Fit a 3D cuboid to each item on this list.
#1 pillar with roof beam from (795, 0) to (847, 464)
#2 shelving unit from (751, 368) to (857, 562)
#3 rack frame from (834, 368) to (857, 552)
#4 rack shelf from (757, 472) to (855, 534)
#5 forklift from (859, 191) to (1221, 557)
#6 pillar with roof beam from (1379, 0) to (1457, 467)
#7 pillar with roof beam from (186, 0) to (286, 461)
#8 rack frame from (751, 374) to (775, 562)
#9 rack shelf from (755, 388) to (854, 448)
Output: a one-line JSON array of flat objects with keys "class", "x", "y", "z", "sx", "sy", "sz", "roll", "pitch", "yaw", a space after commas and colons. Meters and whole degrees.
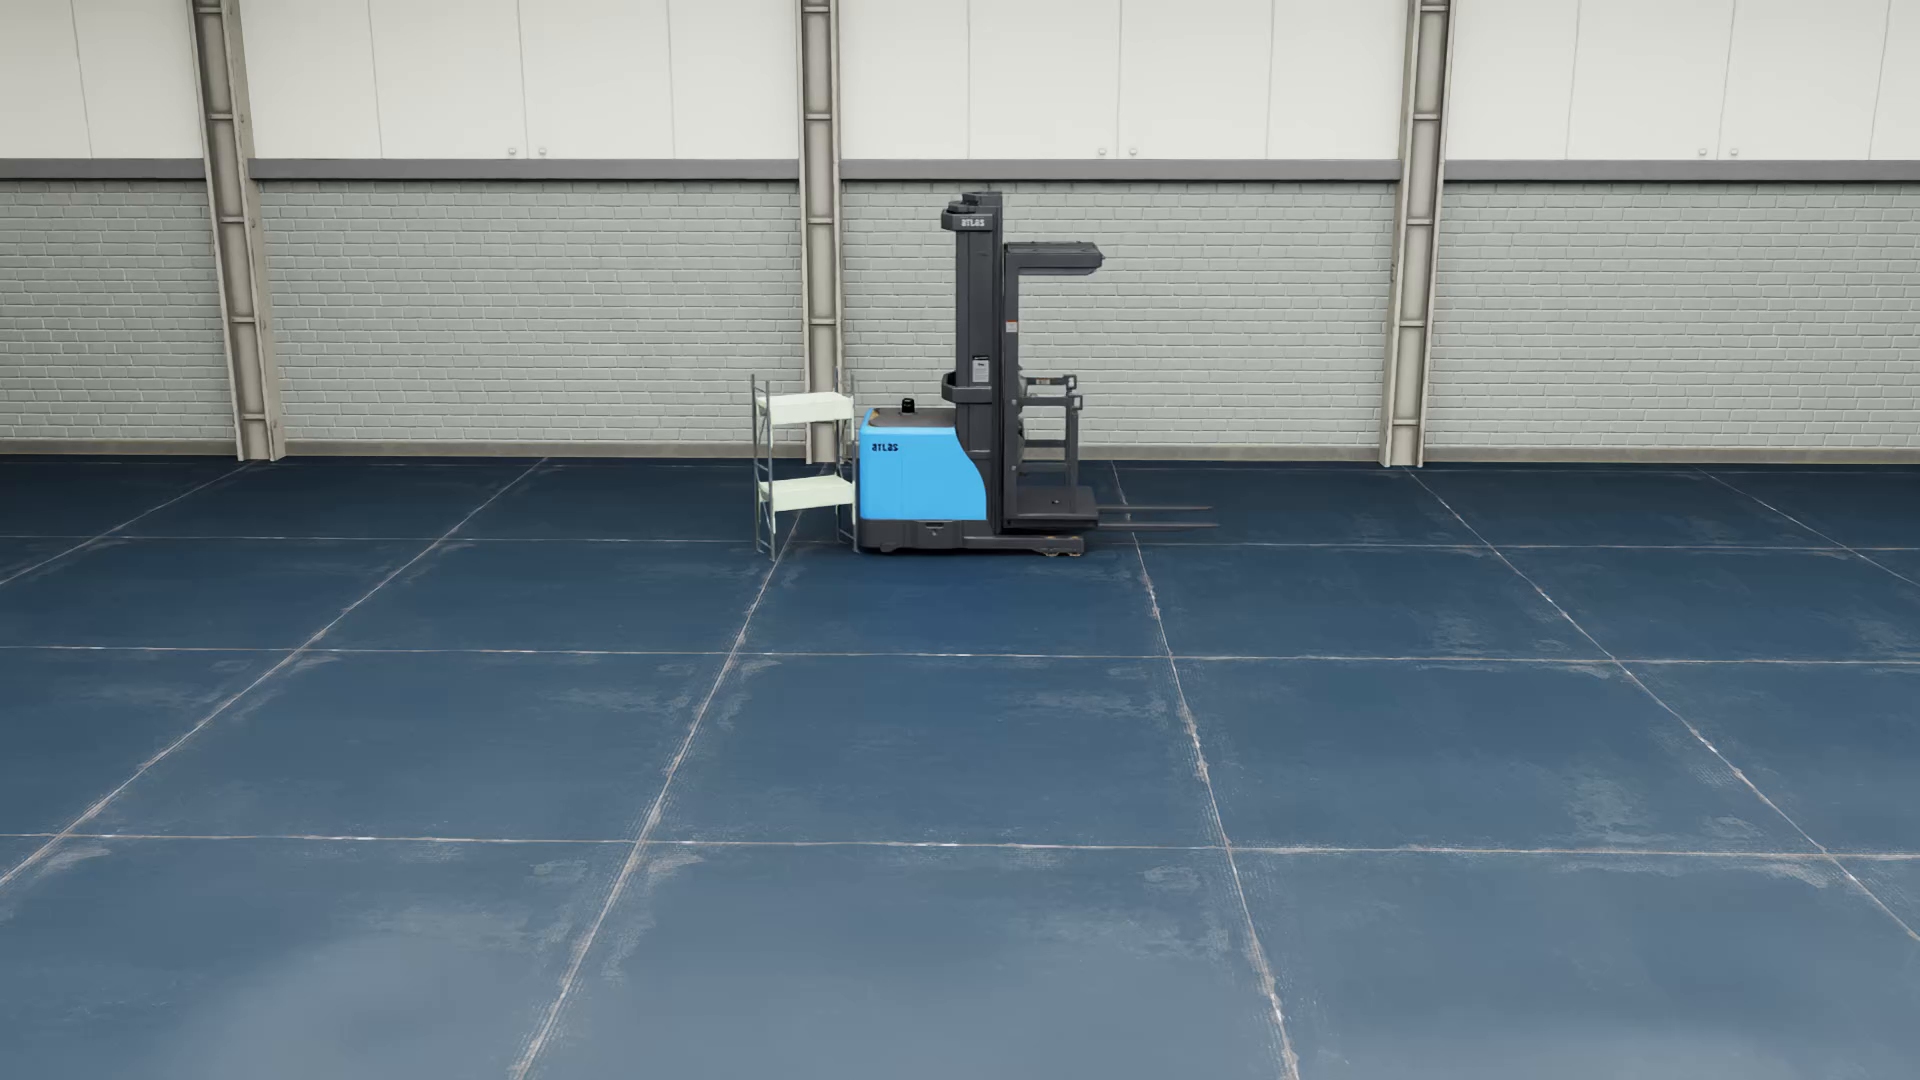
[{"class": "pillar with roof beam", "x": -1.514, "y": -4.087, "z": 12.192, "sx": 0.400, "sy": 9.000, "sz": 9.100, "roll": 0, "pitch": 15, "yaw": 1}, {"class": "shelving unit", "x": -1.288, "y": -0.632, "z": 13.796, "sx": 0.755, "sy": 1.500, "sz": 0.431, "roll": -7, "pitch": 16, "yaw": -25}, {"class": "rack frame", "x": -0.959, "y": -0.673, "z": 13.949, "sx": 0.023, "sy": 1.500, "sz": 0.400, "roll": -7, "pitch": 16, "yaw": -25}, {"class": "rack shelf", "x": -1.288, "y": -0.317, "z": 13.879, "sx": 0.720, "sy": 0.370, "sz": 0.431, "roll": -7, "pitch": 16, "yaw": -25}, {"class": "forklift", "x": 0.679, "y": -1.413, "z": 13.951, "sx": 3.031, "sy": 2.935, "sz": 1.130, "roll": 0, "pitch": 15, "yaw": 1}, {"class": "pillar with roof beam", "x": 4.484, "y": -4.048, "z": 12.043, "sx": 0.400, "sy": 9.000, "sz": 9.100, "roll": 0, "pitch": 15, "yaw": 1}, {"class": "pillar with roof beam", "x": -7.512, "y": -4.126, "z": 12.340, "sx": 0.400, "sy": 9.000, "sz": 9.100, "roll": 0, "pitch": 15, "yaw": 1}, {"class": "rack frame", "x": -1.618, "y": -0.592, "z": 13.643, "sx": 0.023, "sy": 1.500, "sz": 0.400, "roll": -7, "pitch": 16, "yaw": -25}, {"class": "rack shelf", "x": -1.288, "y": -1.009, "z": 13.696, "sx": 0.720, "sy": 0.370, "sz": 0.431, "roll": -7, "pitch": 16, "yaw": -25}]
